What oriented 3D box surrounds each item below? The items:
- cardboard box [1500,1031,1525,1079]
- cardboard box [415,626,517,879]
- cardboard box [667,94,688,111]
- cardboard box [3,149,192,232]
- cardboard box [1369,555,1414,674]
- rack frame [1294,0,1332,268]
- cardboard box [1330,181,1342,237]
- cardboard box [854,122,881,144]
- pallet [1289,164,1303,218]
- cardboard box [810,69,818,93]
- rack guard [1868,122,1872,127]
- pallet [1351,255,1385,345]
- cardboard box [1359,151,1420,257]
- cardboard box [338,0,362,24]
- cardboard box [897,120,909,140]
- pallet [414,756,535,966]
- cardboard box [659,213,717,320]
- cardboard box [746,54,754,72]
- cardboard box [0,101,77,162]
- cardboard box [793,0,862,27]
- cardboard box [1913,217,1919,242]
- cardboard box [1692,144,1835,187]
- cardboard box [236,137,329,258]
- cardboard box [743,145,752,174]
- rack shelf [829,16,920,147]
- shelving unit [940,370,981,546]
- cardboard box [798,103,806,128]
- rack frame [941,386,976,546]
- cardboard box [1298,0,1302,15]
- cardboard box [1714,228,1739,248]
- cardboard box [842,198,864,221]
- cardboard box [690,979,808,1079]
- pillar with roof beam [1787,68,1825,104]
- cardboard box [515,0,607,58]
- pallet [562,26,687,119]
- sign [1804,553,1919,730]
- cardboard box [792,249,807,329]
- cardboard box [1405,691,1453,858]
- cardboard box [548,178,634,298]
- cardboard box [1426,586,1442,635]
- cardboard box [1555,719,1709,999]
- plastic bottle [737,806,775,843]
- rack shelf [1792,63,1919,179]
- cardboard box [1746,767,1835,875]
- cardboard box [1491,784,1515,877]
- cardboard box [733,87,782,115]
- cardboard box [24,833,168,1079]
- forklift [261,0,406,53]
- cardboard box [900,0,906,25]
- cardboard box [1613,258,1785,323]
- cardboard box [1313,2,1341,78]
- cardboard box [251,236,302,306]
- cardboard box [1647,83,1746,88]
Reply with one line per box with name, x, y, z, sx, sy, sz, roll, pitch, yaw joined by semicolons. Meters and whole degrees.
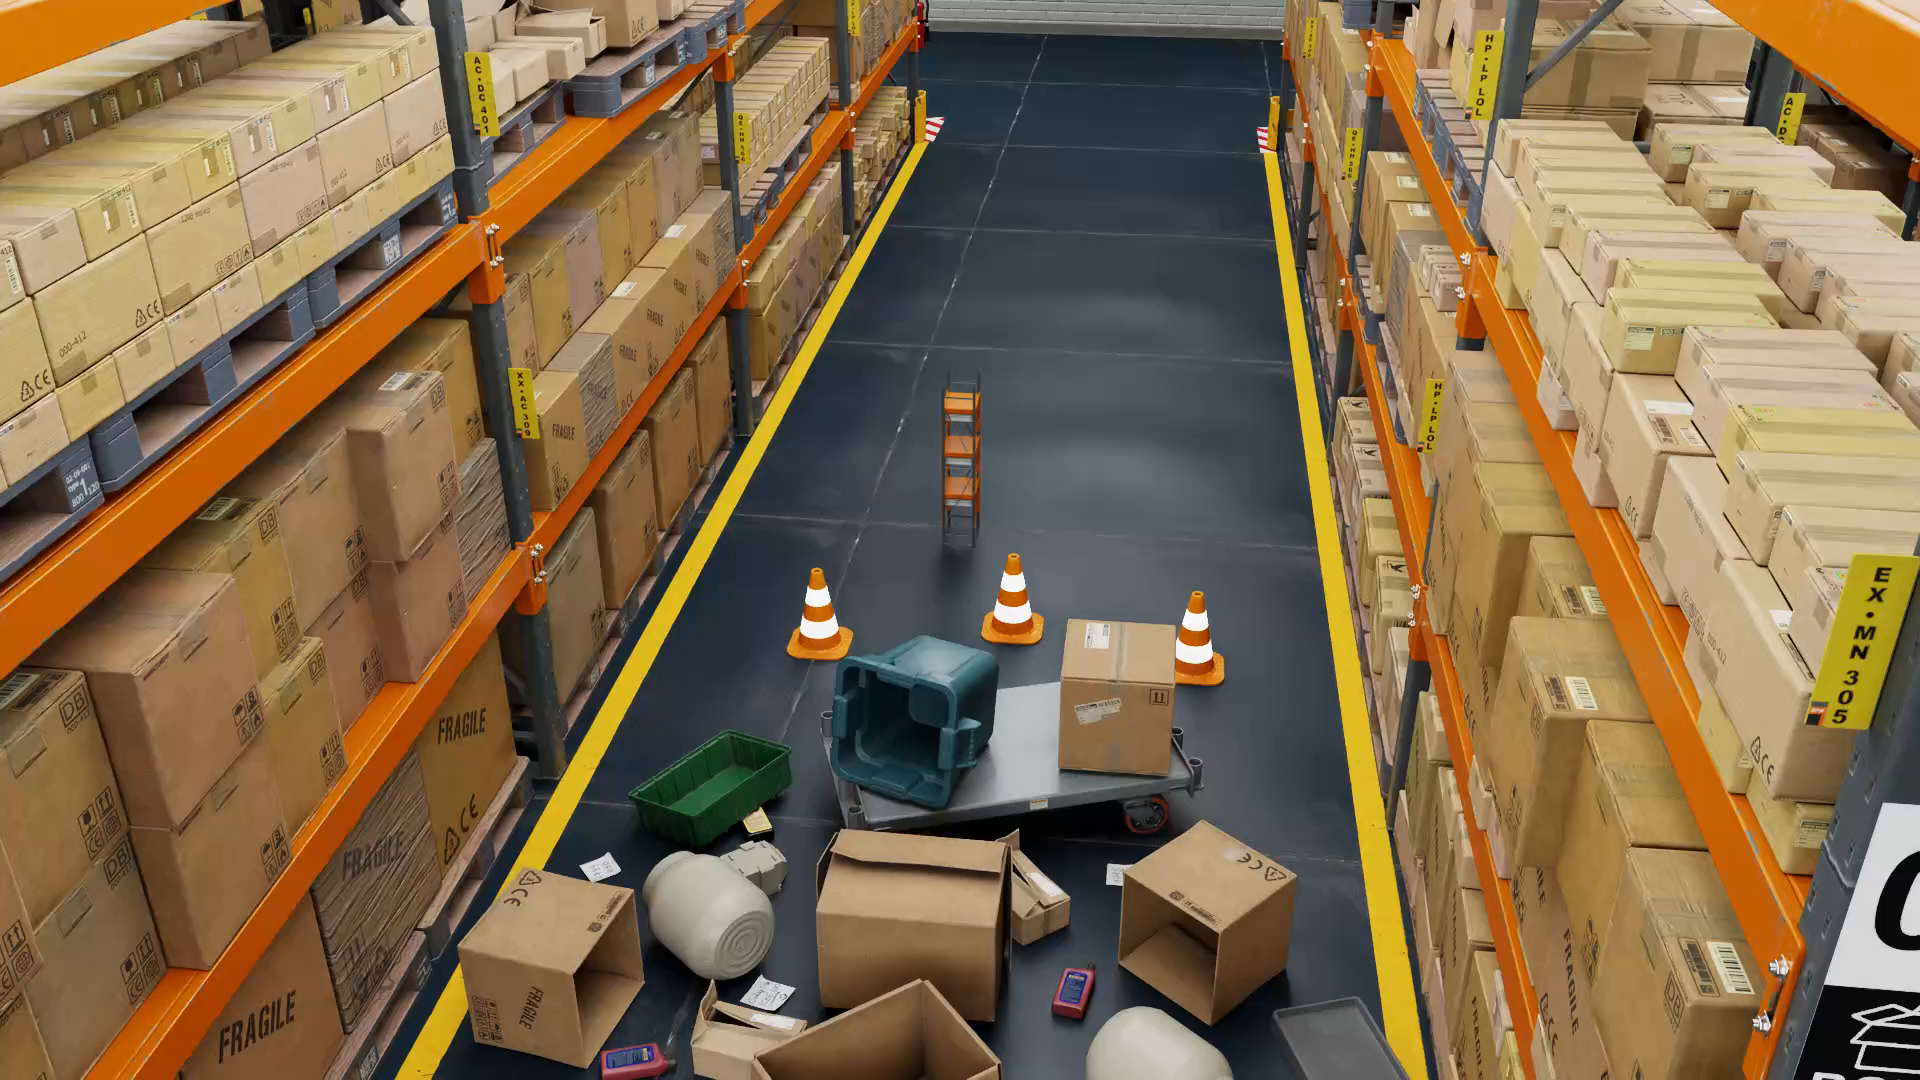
cardboard box;1.852;1.642;5.021;0.380;0.149;0.250;4;29;7
cardboard box;-2.581;0.839;7.328;0.875;0.875;0.875;4;29;7
cardboard box;-2.210;-3.161;12.149;0.380;0.149;0.250;3;28;6
cardboard box;-2.380;-0.968;4.598;0.380;0.149;0.250;4;29;7
cardboard box;2.637;0.423;8.631;0.950;0.372;0.625;5;29;9
rack frame;3.471;-3.730;14.010;1.000;3.000;0.127;3;28;6
cardboard box;2.832;-2.275;11.469;0.500;0.250;0.500;4;29;7
cardboard box;-0.990;-4.046;16.532;0.380;0.149;0.250;3;29;6
pallet;3.789;-3.431;16.396;1.003;0.211;1.213;3;28;6
cardboard box;-1.371;-3.735;13.529;0.380;0.149;0.250;5;29;8
rack guard;8.878;-4.189;17.499;1.175;0.500;0.348;3;28;6
pallet;2.999;-1.421;9.926;1.213;0.211;1.003;3;28;6
cardboard box;2.696;-2.008;9.953;0.500;0.500;0.500;3;28;5
cardboard box;-5.984;-5.142;15.687;0.500;0.500;0.500;3;28;6
cardboard box;-0.753;-4.395;17.809;0.380;0.149;0.250;4;29;8
pallet;-2.605;1.377;7.471;1.003;0.211;1.213;3;28;6
cardboard box;-1.795;-1.668;10.079;0.500;0.500;0.500;3;28;6
cardboard box;-1.959;-4.016;14.051;0.380;0.149;0.250;4;29;7
cardboard box;-2.971;-1.243;5.108;0.380;0.149;0.250;3;28;6
cardboard box;-1.157;-4.783;14.492;0.500;0.500;0.500;4;29;7
cardboard box;8.115;-2.313;13.573;0.500;0.500;0.500;5;29;8
cardboard box;2.713;-1.236;5.643;0.380;0.149;0.250;3;28;5
cardboard box;-2.365;-1.098;5.260;0.500;0.250;0.500;3;28;6
cardboard box;-1.655;-2.636;11.488;0.380;0.149;0.250;5;29;9
rack shelf;-1.209;-4.594;16.374;1.077;0.370;4.000;3;28;6
shelving unit;0.007;-0.487;10.048;0.215;1.050;0.252;3;28;6
cardboard box;-1.429;-3.357;13.140;0.380;0.149;0.250;2;28;4
rack frame;-0.008;-0.430;9.941;0.200;1.050;0.008;3;28;6
cardboard box;3.448;-5.166;15.517;0.500;0.500;0.500;3;29;6
cardboard box;2.643;-0.888;5.417;0.500;0.250;0.500;3;28;5
cardboard box;-1.091;-3.052;15.316;0.380;0.149;0.250;2;28;4
cardboard box;-0.817;1.916;6.414;0.396;0.266;0.258;8;29;15
pillar with roof beam;5.840;-9.434;18.273;9.100;9.000;0.400;3;28;6
cardboard box;-1.995;-2.563;8.275;0.396;0.266;0.258;3;28;6
pallet;-2.105;-2.491;8.748;1.003;0.211;1.213;5;29;9
sign;1.452;0.167;2.681;0.100;0.325;0.005;3;28;6
cardboard box;-1.488;-1.968;12.933;0.500;0.500;0.500;3;28;5
cardboard box;2.150;0.994;6.908;0.500;0.500;0.500;5;29;9
cardboard box;-2.193;-1.640;8.972;0.700;0.500;0.500;3;28;6
cardboard box;2.134;0.276;6.839;0.380;0.149;0.250;3;28;6
cardboard box;1.916;0.813;4.105;0.700;0.500;0.500;4;29;7
plastic bottle;-0.970;1.308;7.759;0.133;0.061;0.283;-11;30;-20
rack shelf;8.643;-4.068;15.396;1.077;0.370;4.000;3;28;6
cardboard box;1.767;0.525;3.215;0.380;0.149;0.250;3;29;6
cardboard box;2.005;0.764;5.249;0.500;0.500;0.500;4;29;7
cardboard box;-1.536;-3.248;12.311;0.380;0.149;0.250;4;29;8
cardboard box;-2.878;1.175;4.747;0.875;0.550;0.550;3;28;6
forklift;-4.431;-2.429;11.669;1.130;2.935;3.031;4;29;7
cardboard box;-0.832;-5.559;16.987;0.500;0.500;0.500;3;28;5
cardboard box;2.020;-0.659;4.572;0.380;0.149;0.250;4;29;7
cardboard box;3.132;-4.023;13.396;0.500;0.500;0.500;4;29;7
cardboard box;-2.316;-0.853;5.225;0.380;0.149;0.250;3;28;6
cardboard box;3.021;-1.894;7.155;0.500;0.250;0.500;3;28;6
